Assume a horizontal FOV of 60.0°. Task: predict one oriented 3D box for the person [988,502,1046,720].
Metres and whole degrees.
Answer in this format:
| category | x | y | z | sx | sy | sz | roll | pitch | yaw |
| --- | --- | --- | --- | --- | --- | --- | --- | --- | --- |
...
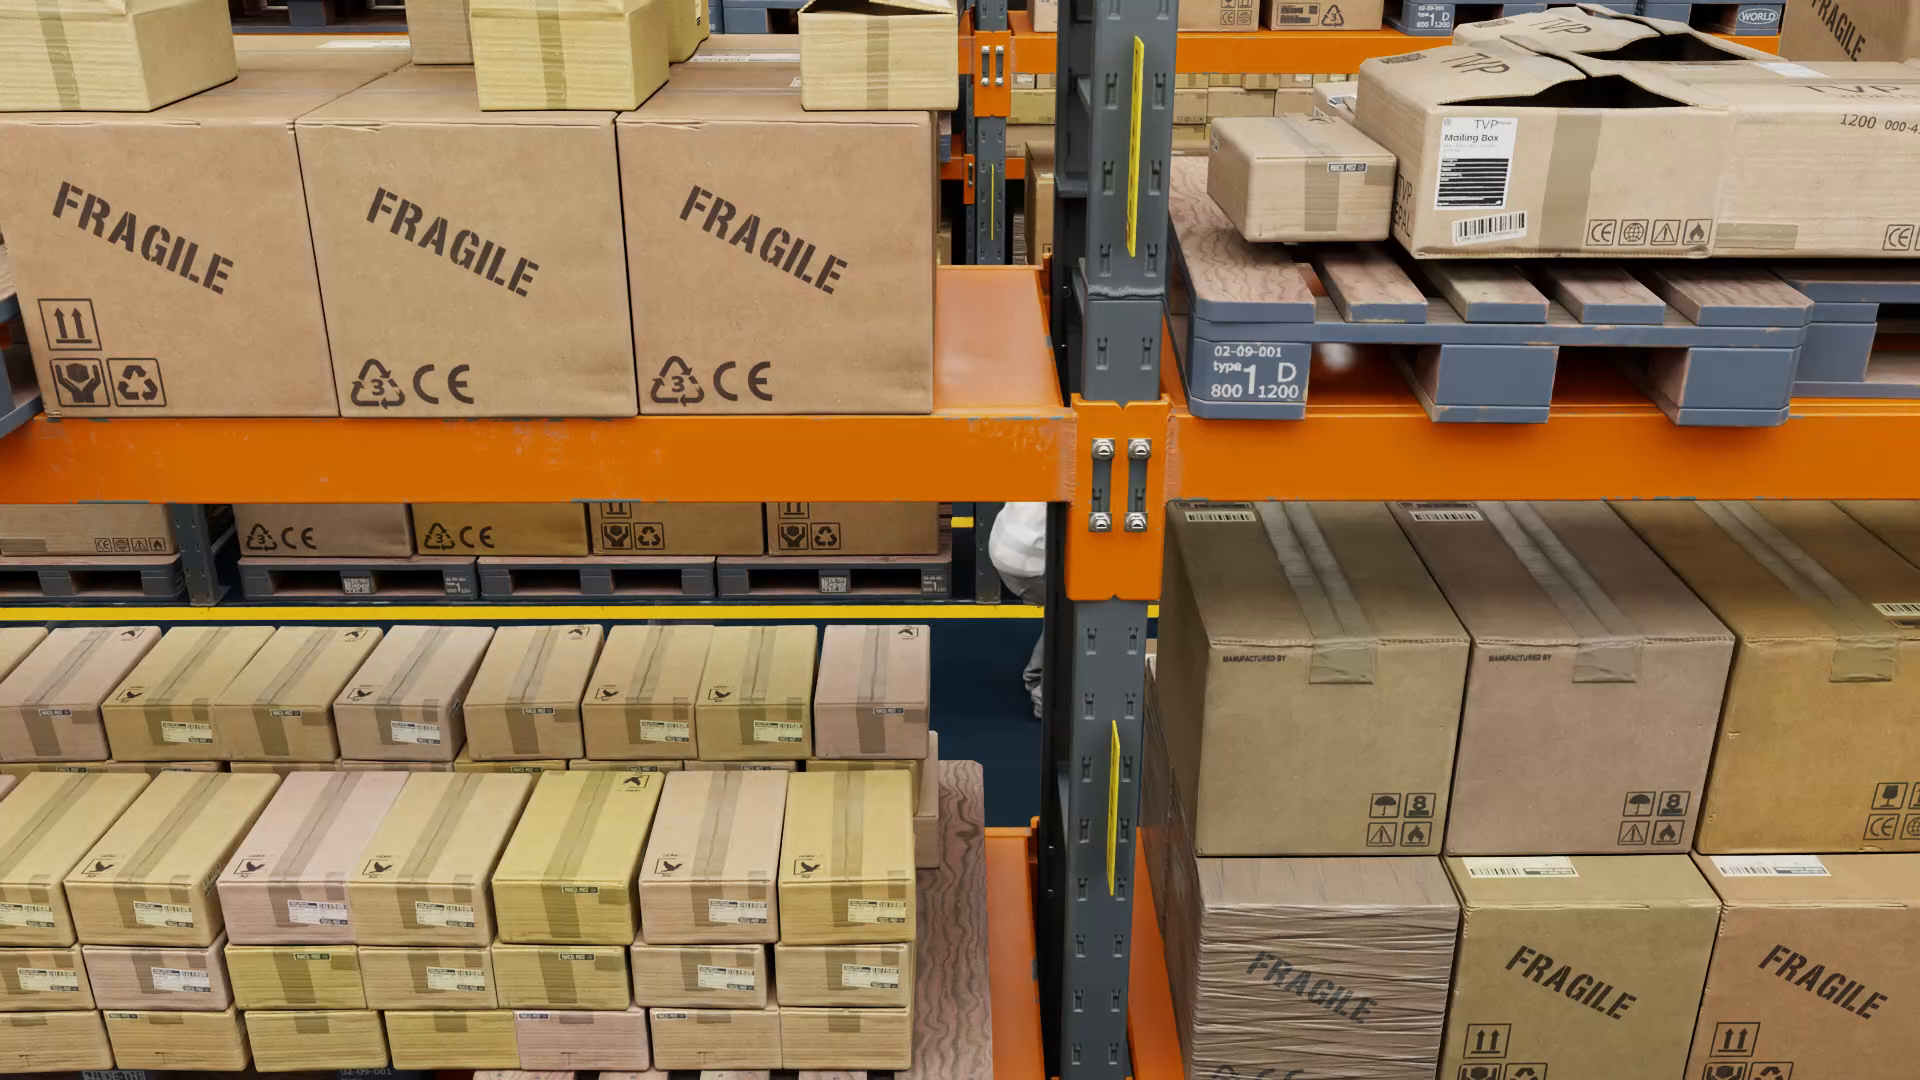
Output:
| category | x | y | z | sx | sy | sz | roll | pitch | yaw |
| --- | --- | --- | --- | --- | --- | --- | --- | --- | --- |
| person | 0.497 | 0.068 | 7.331 | 0.747 | 1.432 | 0.628 | -1 | 24 | -3 |
